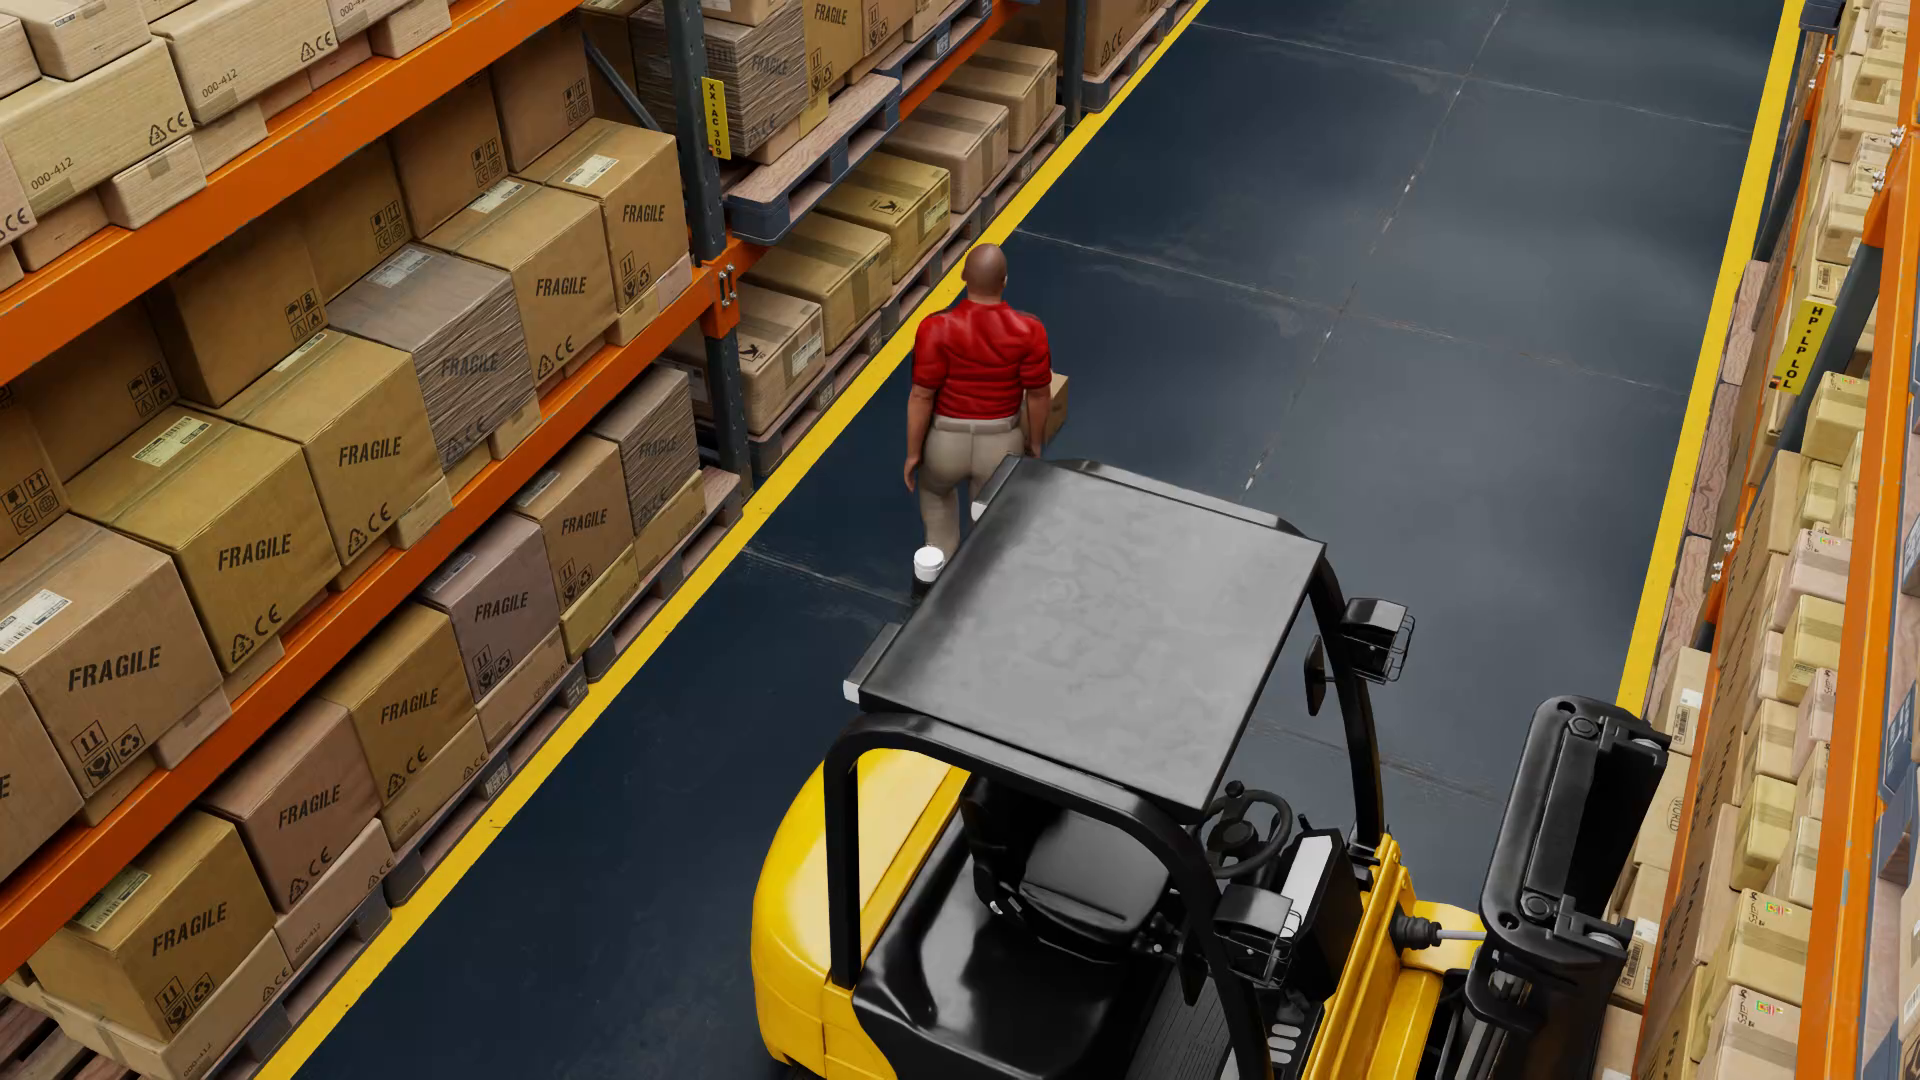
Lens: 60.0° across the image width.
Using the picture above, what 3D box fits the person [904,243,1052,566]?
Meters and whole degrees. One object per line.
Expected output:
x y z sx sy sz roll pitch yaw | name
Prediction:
0.066 -0.370 6.569 0.571 1.717 0.516 1 42 1 | person
